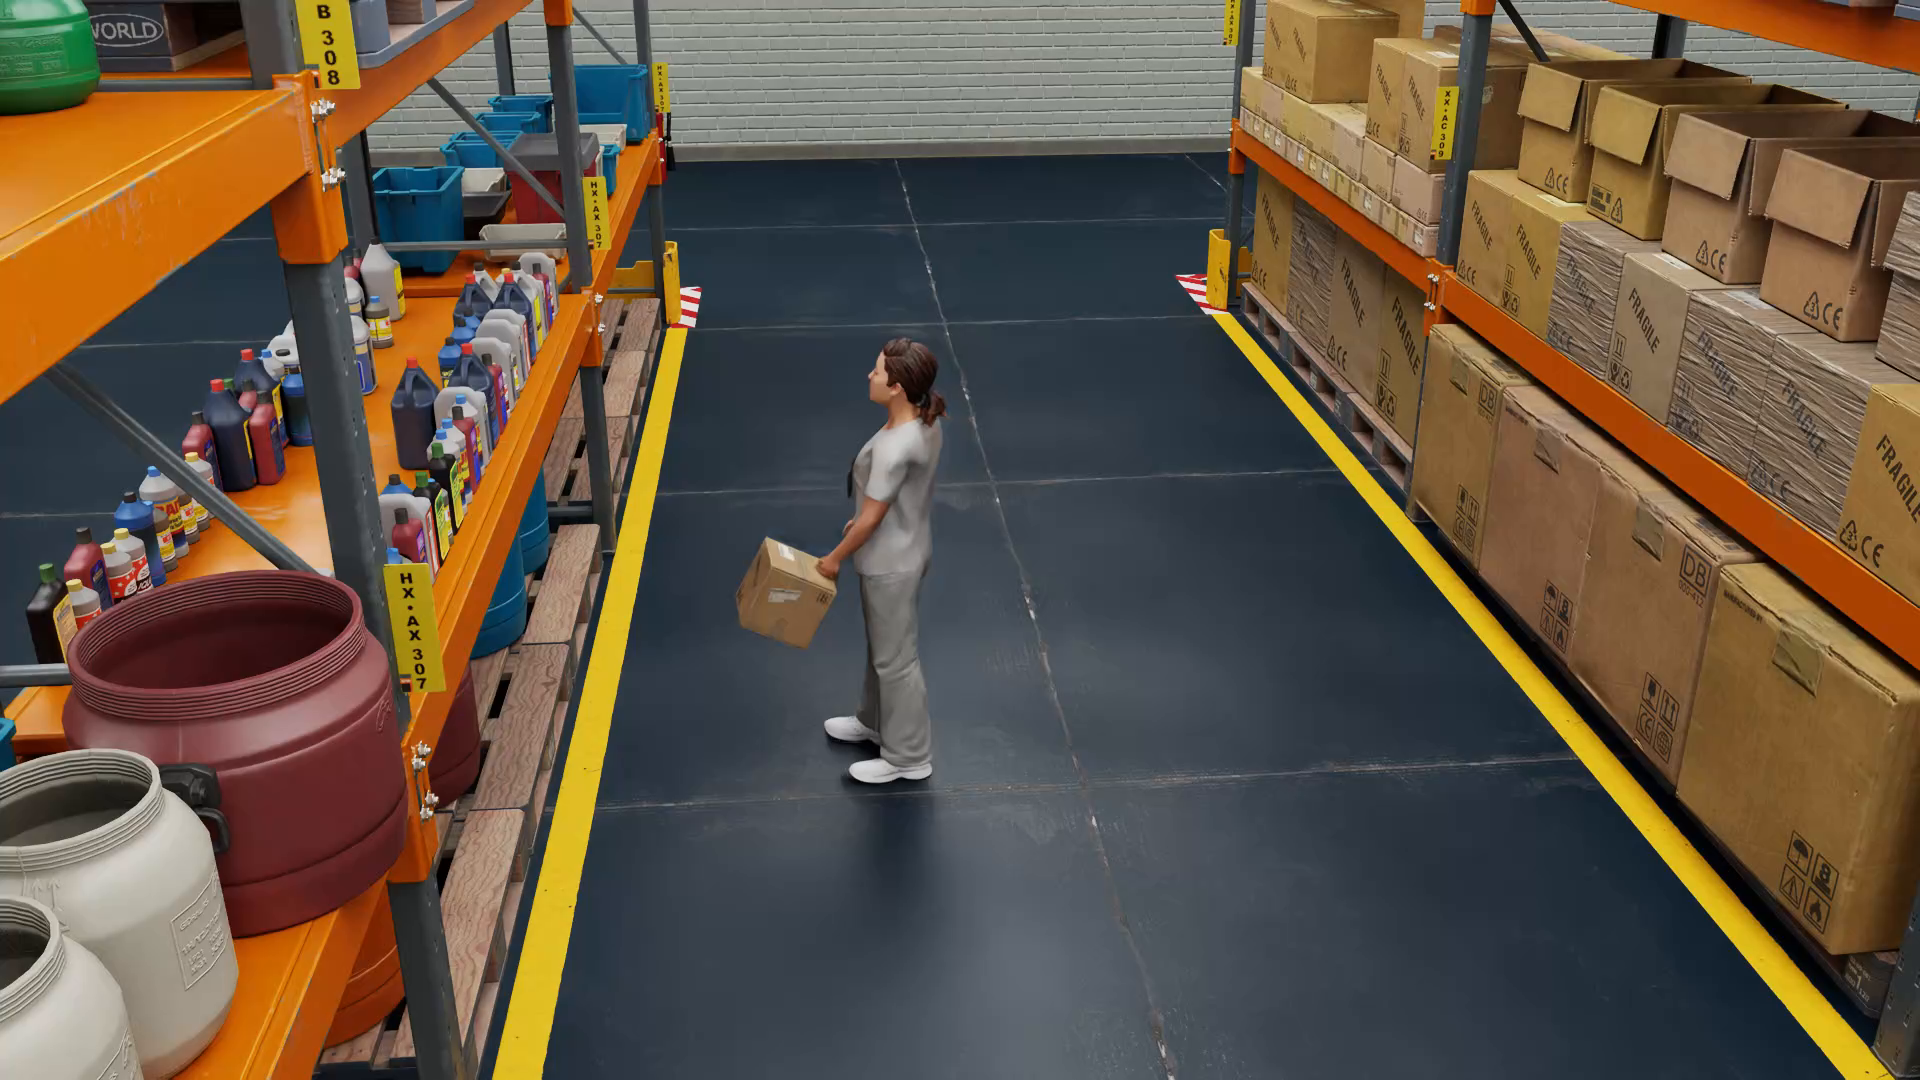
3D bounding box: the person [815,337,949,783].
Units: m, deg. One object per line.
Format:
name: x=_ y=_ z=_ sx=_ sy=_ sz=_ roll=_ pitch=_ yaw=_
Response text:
person: x=-0.300 y=0.085 z=5.909 sx=0.546 sy=1.665 sz=0.473 roll=6 pitch=24 yaw=13
